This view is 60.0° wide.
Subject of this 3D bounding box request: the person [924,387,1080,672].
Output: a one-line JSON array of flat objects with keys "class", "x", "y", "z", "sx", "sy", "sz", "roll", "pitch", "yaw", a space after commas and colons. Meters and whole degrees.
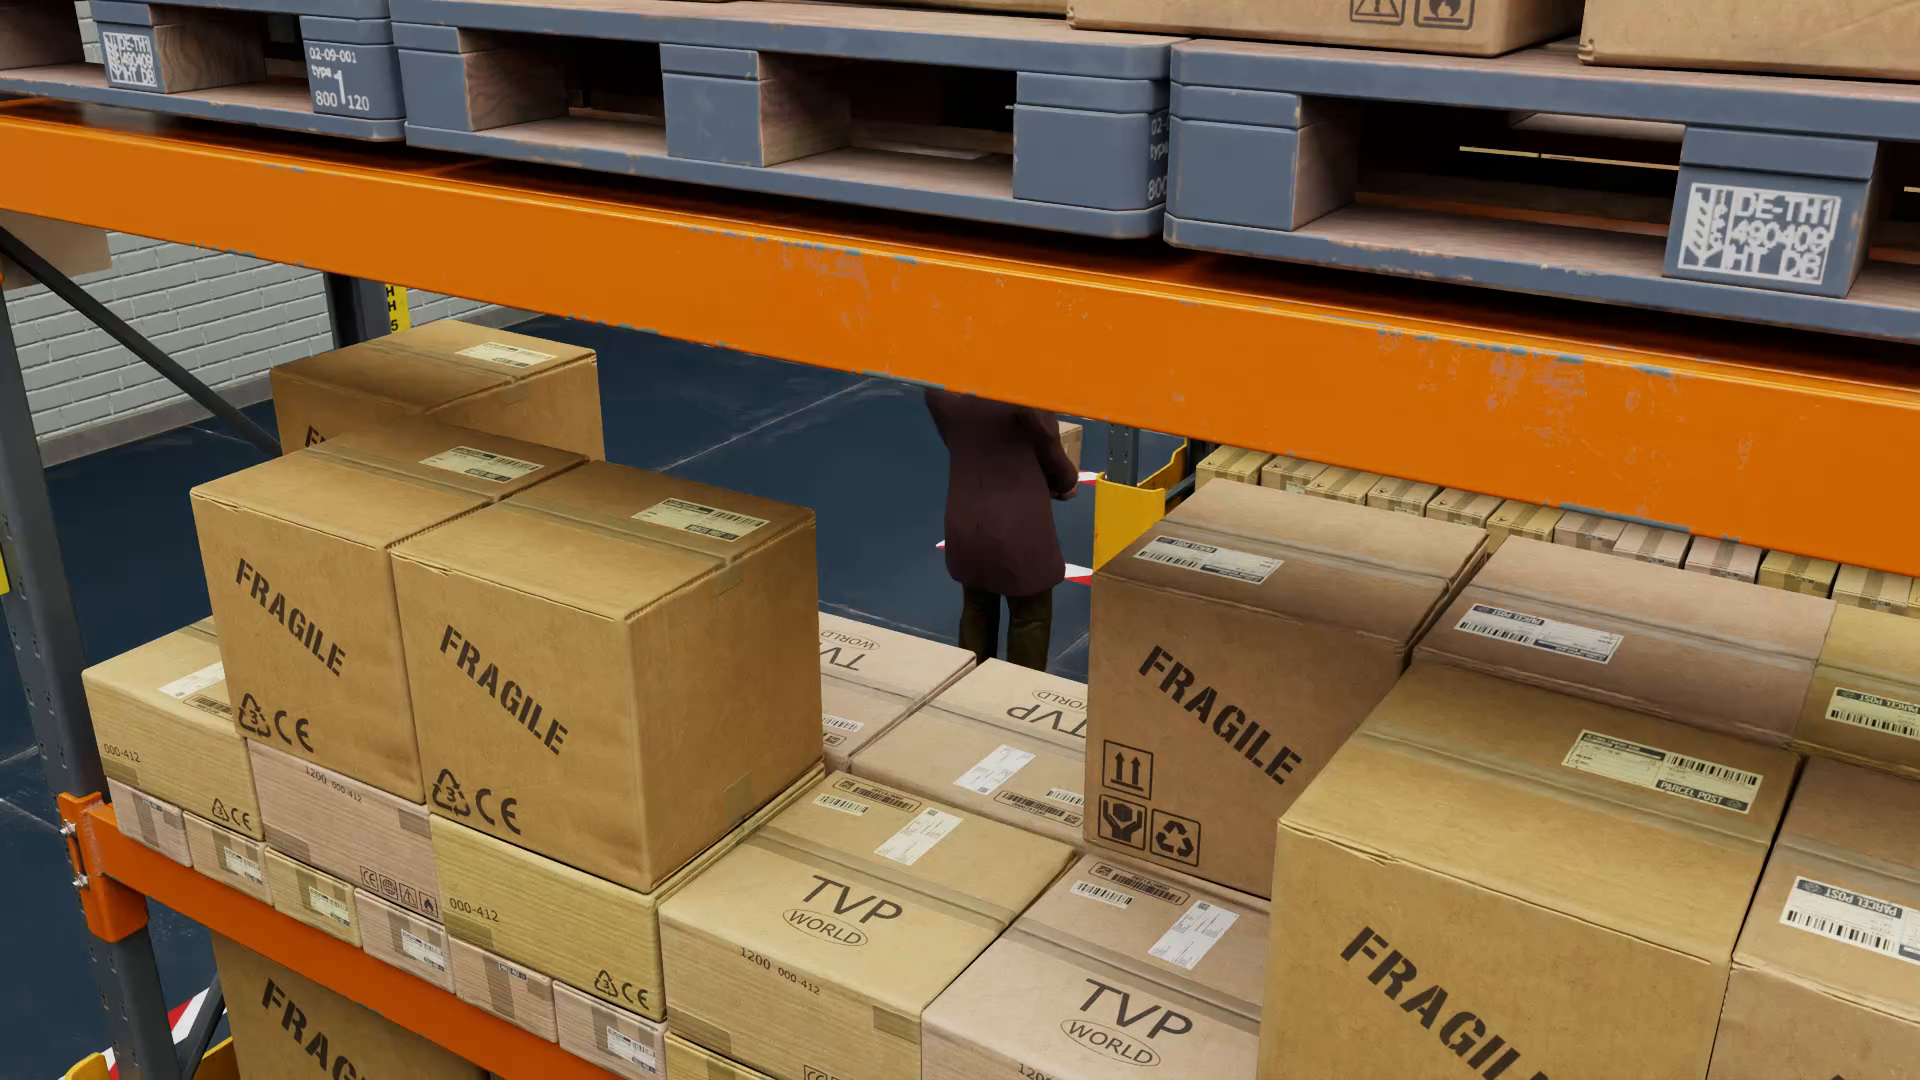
[{"class": "person", "x": 0.190, "y": -0.095, "z": 6.346, "sx": 0.527, "sy": 1.769, "sz": 0.563, "roll": 14, "pitch": 26, "yaw": 29}]
